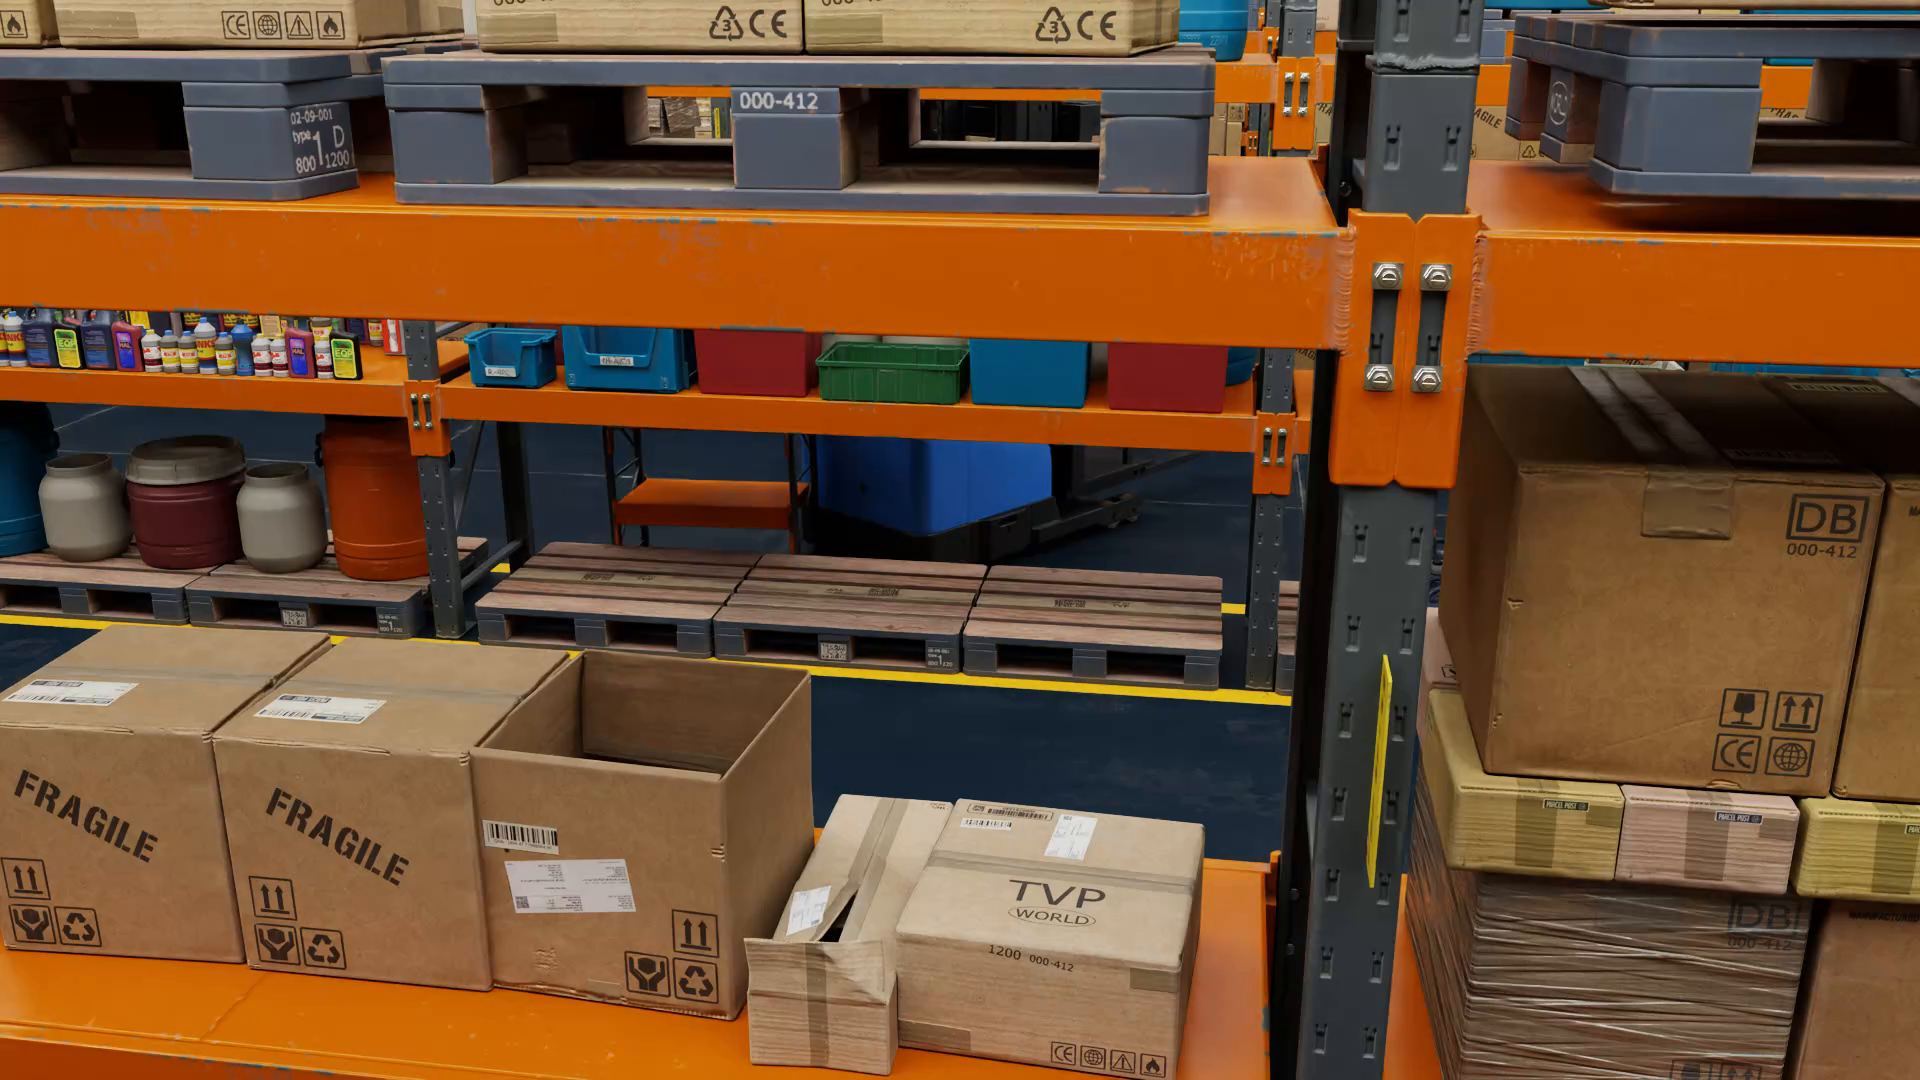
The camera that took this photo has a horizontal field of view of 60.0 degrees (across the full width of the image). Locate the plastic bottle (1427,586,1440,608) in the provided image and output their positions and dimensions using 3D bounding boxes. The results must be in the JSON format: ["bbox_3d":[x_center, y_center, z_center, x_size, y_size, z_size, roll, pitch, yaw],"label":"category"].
[{"bbox_3d":[2.197,0.340,7.542,0.185,0.351,0.144,3,19,10],"label":"plastic bottle"}]

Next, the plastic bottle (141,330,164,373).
[{"bbox_3d":[-3.963,-0.930,8.168,0.097,0.201,0.097,0,18,0],"label":"plastic bottle"}]

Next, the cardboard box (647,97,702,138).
[{"bbox_3d":[-2.418,-3.197,12.891,0.637,0.503,0.797,4,19,11],"label":"cardboard box"}]

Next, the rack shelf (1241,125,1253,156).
[{"bbox_3d":[1.848,-5.295,22.033,4.000,0.370,1.077,3,19,9],"label":"rack shelf"}]

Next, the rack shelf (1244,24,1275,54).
[{"bbox_3d":[0.276,-3.612,12.278,4.000,0.370,1.077,3,19,9],"label":"rack shelf"}]

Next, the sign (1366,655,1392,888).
[{"bbox_3d":[0.600,0.332,2.384,0.005,0.325,0.100,3,19,9],"label":"sign"}]

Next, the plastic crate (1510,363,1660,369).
[{"bbox_3d":[2.761,-0.621,7.267,0.662,0.188,0.450,3,19,9],"label":"plastic crate"}]

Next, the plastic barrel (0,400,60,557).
[{"bbox_3d":[-5.200,-0.417,8.967,0.708,0.901,0.600,3,19,9],"label":"plastic barrel"}]

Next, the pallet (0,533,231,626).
[{"bbox_3d":[-4.470,0.154,9.011,1.213,0.211,1.003,3,19,9],"label":"pallet"}]

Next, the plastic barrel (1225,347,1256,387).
[{"bbox_3d":[1.132,-1.231,7.964,0.708,0.901,0.600,3,19,9],"label":"plastic barrel"}]

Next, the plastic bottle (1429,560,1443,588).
[{"bbox_3d":[2.338,0.204,8.066,0.135,0.276,0.152,3,19,9],"label":"plastic bottle"}]

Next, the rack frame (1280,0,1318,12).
[{"bbox_3d":[1.465,-3.724,6.750,0.127,3.000,1.000,3,19,9],"label":"rack frame"}]

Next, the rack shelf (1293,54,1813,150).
[{"bbox_3d":[3.440,-1.859,7.039,4.000,0.370,1.077,3,19,9],"label":"rack shelf"}]

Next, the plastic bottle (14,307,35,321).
[{"bbox_3d":[-5.003,-1.211,8.898,0.097,0.271,0.097,0,18,0],"label":"plastic bottle"}]

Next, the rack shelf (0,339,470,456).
[{"bbox_3d":[-4.459,-0.839,8.718,4.000,0.370,1.077,3,19,9],"label":"rack shelf"}]

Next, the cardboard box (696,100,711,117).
[{"bbox_3d":[-2.645,-4.489,17.290,0.250,0.149,0.380,4,19,11],"label":"cardboard box"}]

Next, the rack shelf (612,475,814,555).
[{"bbox_3d":[-1.348,-0.146,9.208,1.000,0.278,0.538,2,18,9],"label":"rack shelf"}]

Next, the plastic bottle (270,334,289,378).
[{"bbox_3d":[-3.290,-0.896,8.066,0.097,0.201,0.097,0,18,0],"label":"plastic bottle"}]

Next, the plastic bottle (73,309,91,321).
[{"bbox_3d":[-4.772,-1.242,8.982,0.135,0.276,0.152,3,19,9],"label":"plastic bottle"}]

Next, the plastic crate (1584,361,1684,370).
[{"bbox_3d":[3.109,-0.751,7.737,0.437,0.136,0.530,3,19,9],"label":"plastic crate"}]

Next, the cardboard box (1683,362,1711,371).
[{"bbox_3d":[5.587,-1.279,12.177,0.500,0.500,0.500,7,20,19],"label":"cardboard box"}]

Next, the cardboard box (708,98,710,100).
[{"bbox_3d":[-2.535,-4.692,17.896,0.250,0.149,0.380,3,19,10],"label":"cardboard box"}]

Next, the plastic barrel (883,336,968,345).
[{"bbox_3d":[-0.169,-1.097,8.140,0.433,0.535,0.433,0,18,0],"label":"plastic barrel"}]

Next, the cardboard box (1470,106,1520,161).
[{"bbox_3d":[3.643,-2.941,11.662,0.500,0.500,0.500,3,19,9],"label":"cardboard box"}]

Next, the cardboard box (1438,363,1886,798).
[{"bbox_3d":[1.115,0.031,2.782,0.500,0.500,0.700,3,19,9],"label":"cardboard box"}]

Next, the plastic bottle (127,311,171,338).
[{"bbox_3d":[-4.277,-1.204,8.753,0.185,0.351,0.144,3,19,9],"label":"plastic bottle"}]

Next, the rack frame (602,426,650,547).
[{"bbox_3d":[-1.855,-0.394,9.213,0.032,1.125,0.500,2,18,9],"label":"rack frame"}]

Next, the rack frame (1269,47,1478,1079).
[{"bbox_3d":[0.676,0.673,3.064,0.127,3.000,1.000,3,19,9],"label":"rack frame"}]

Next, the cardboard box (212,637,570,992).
[{"bbox_3d":[-1.094,0.530,3.334,0.500,0.500,0.500,3,19,9],"label":"cardboard box"}]

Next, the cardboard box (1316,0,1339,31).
[{"bbox_3d":[2.655,-3.679,11.580,0.500,0.250,0.500,2,19,7],"label":"cardboard box"}]

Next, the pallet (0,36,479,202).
[{"bbox_3d":[-1.484,-0.800,3.036,1.213,0.211,1.003,4,19,11],"label":"pallet"}]

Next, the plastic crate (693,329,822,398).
[{"bbox_3d":[-0.937,-0.933,7.764,0.583,0.464,0.402,3,19,9],"label":"plastic crate"}]

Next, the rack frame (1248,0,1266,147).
[{"bbox_3d":[3.823,-5.535,21.618,0.127,3.000,1.000,3,19,9],"label":"rack frame"}]

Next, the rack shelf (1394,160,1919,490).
[{"bbox_3d":[2.651,-0.308,2.402,4.000,0.370,1.077,3,19,9],"label":"rack shelf"}]

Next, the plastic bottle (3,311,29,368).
[{"bbox_3d":[-4.687,-1.000,8.267,0.097,0.271,0.097,0,18,0],"label":"plastic bottle"}]

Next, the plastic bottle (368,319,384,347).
[{"bbox_3d":[-3.066,-1.128,8.760,0.097,0.201,0.097,0,18,0],"label":"plastic bottle"}]

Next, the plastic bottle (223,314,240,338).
[{"bbox_3d":[-3.882,-1.203,8.874,0.097,0.271,0.097,0,18,0],"label":"plastic bottle"}]

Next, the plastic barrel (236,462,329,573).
[{"bbox_3d":[-3.541,-0.119,8.690,0.421,0.512,0.421,0,18,0],"label":"plastic barrel"}]

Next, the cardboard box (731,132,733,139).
[{"bbox_3d":[-2.382,-4.194,17.344,0.250,0.149,0.380,2,19,6],"label":"cardboard box"}]

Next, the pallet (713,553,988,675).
[{"bbox_3d":[-0.524,0.356,8.407,1.213,0.211,1.003,3,19,9],"label":"pallet"}]

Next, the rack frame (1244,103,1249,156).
[{"bbox_3d":[4.607,-7.090,26.266,0.127,3.000,1.000,3,19,9],"label":"rack frame"}]

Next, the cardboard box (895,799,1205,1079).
[{"bbox_3d":[0.183,0.733,3.121,0.500,0.250,0.500,4,19,12],"label":"cardboard box"}]

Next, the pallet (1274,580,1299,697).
[{"bbox_3d":[2.122,0.491,8.004,1.213,0.211,1.003,3,19,9],"label":"pallet"}]

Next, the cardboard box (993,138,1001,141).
[{"bbox_3d":[0.525,-2.737,12.431,0.637,0.503,0.797,5,19,14],"label":"cardboard box"}]

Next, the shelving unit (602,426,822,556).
[{"bbox_3d":[-1.353,-0.379,9.134,1.048,1.125,0.538,2,18,9],"label":"shelving unit"}]

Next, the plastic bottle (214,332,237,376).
[{"bbox_3d":[-3.578,-0.910,8.109,0.097,0.201,0.097,0,18,0],"label":"plastic bottle"}]

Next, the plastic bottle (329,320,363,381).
[{"bbox_3d":[-2.951,-0.911,7.983,0.133,0.283,0.061,3,19,9],"label":"plastic bottle"}]

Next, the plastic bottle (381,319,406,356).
[{"bbox_3d":[-2.884,-1.097,8.548,0.135,0.276,0.152,3,19,9],"label":"plastic bottle"}]

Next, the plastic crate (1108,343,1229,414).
[{"bbox_3d":[0.939,-0.838,7.478,0.583,0.464,0.402,3,19,9],"label":"plastic crate"}]

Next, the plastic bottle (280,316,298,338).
[{"bbox_3d":[-3.559,-1.153,8.835,0.097,0.201,0.097,0,18,0],"label":"plastic bottle"}]

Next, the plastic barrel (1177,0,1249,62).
[{"bbox_3d":[0.929,-2.496,7.020,0.708,0.901,0.600,3,19,9],"label":"plastic barrel"}]

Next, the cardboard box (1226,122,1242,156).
[{"bbox_3d":[2.580,-3.969,16.781,0.500,0.500,0.500,3,19,8],"label":"cardboard box"}]

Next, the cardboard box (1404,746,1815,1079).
[{"bbox_3d":[1.115,0.646,2.988,0.500,0.500,0.700,2,19,7],"label":"cardboard box"}]

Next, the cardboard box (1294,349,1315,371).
[{"bbox_3d":[2.640,-1.411,12.572,0.500,0.500,0.500,2,19,7],"label":"cardboard box"}]

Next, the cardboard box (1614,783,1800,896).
[{"bbox_3d":[1.158,0.405,2.686,0.250,0.149,0.380,3,19,9],"label":"cardboard box"}]

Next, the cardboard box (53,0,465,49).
[{"bbox_3d":[-1.202,-0.993,2.891,0.500,0.250,0.500,1,19,4],"label":"cardboard box"}]

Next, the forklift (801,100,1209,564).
[{"bbox_3d":[0.475,-1.561,9.849,1.130,2.935,3.031,17,25,41],"label":"forklift"}]

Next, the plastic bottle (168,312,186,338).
[{"bbox_3d":[-4.229,-1.214,8.900,0.135,0.276,0.152,3,19,9],"label":"plastic bottle"}]

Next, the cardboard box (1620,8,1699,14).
[{"bbox_3d":[4.686,-3.578,11.278,0.500,0.250,0.500,3,19,10],"label":"cardboard box"}]
